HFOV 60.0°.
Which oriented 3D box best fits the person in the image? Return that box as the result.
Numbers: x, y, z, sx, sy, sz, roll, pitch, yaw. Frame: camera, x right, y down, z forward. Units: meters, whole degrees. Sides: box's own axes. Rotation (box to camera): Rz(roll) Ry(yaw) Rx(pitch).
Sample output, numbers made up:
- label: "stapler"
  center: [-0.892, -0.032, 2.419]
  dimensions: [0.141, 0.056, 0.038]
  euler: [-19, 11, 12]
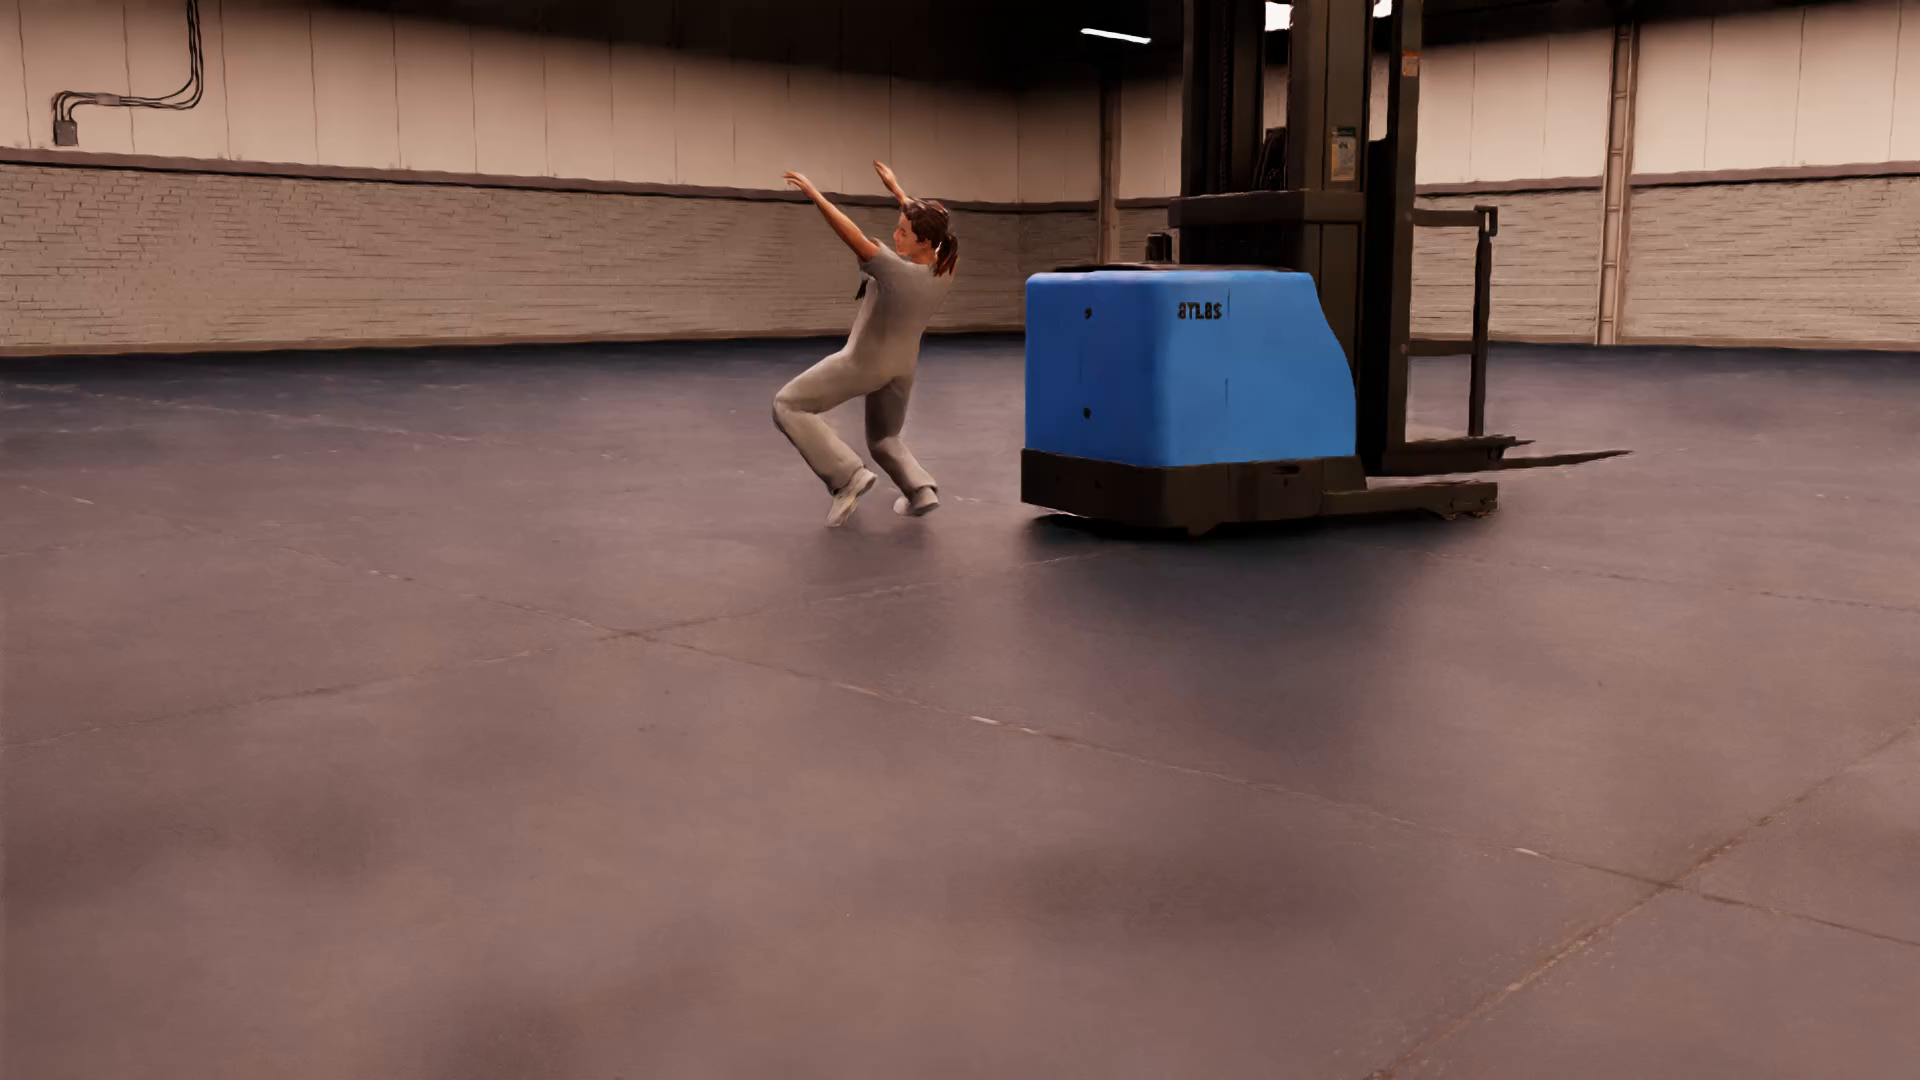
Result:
- label: "person"
  center: [-0.421, -0.824, 6.991]
  dimensions: [0.764, 1.565, 0.923]
  euler: [7, 11, 40]

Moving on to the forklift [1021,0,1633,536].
- label: "forklift"
  center: [1.809, -1.599, 7.491]
  dimensions: [3.031, 2.935, 1.130]
  euler: [-5, 10, -29]
